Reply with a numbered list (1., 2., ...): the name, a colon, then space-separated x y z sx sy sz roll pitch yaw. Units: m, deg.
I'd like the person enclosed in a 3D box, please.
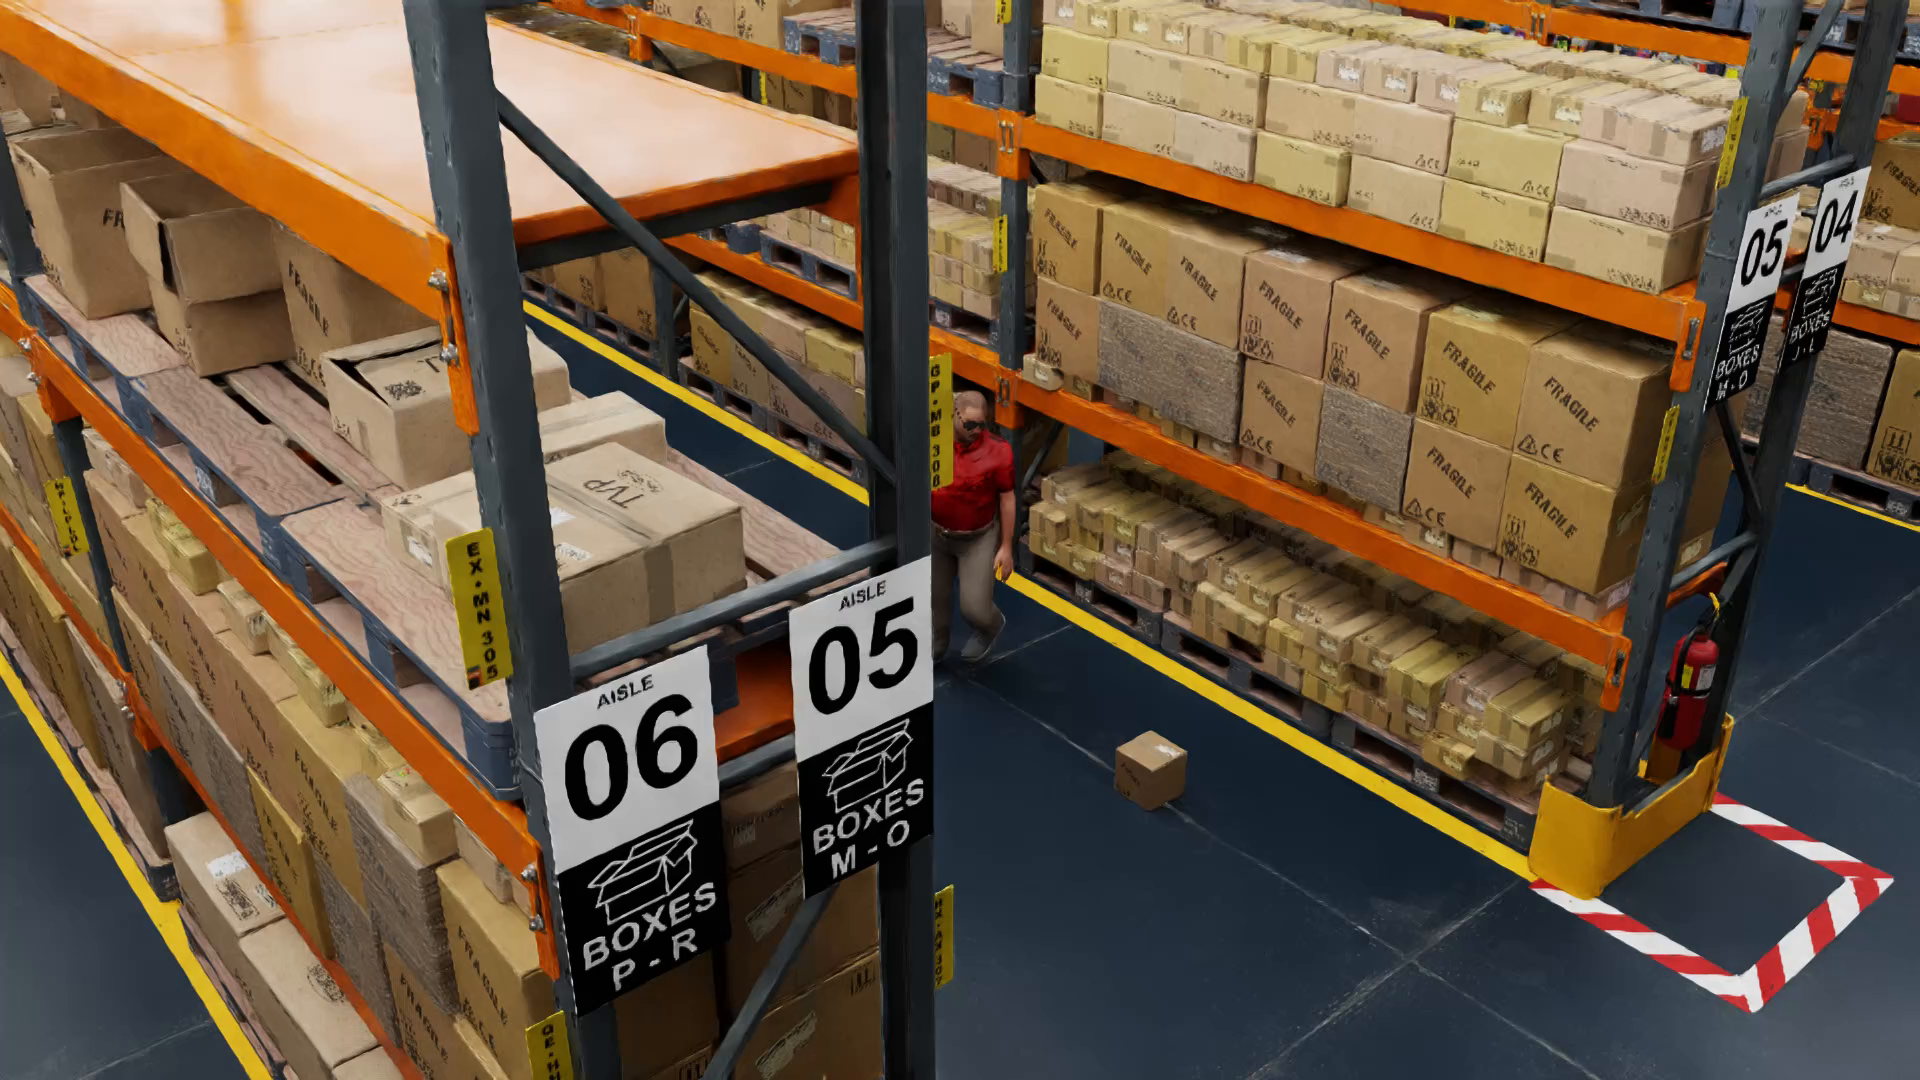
1. person: 0.027 -0.035 8.861 0.630 1.707 0.513 12 30 22
